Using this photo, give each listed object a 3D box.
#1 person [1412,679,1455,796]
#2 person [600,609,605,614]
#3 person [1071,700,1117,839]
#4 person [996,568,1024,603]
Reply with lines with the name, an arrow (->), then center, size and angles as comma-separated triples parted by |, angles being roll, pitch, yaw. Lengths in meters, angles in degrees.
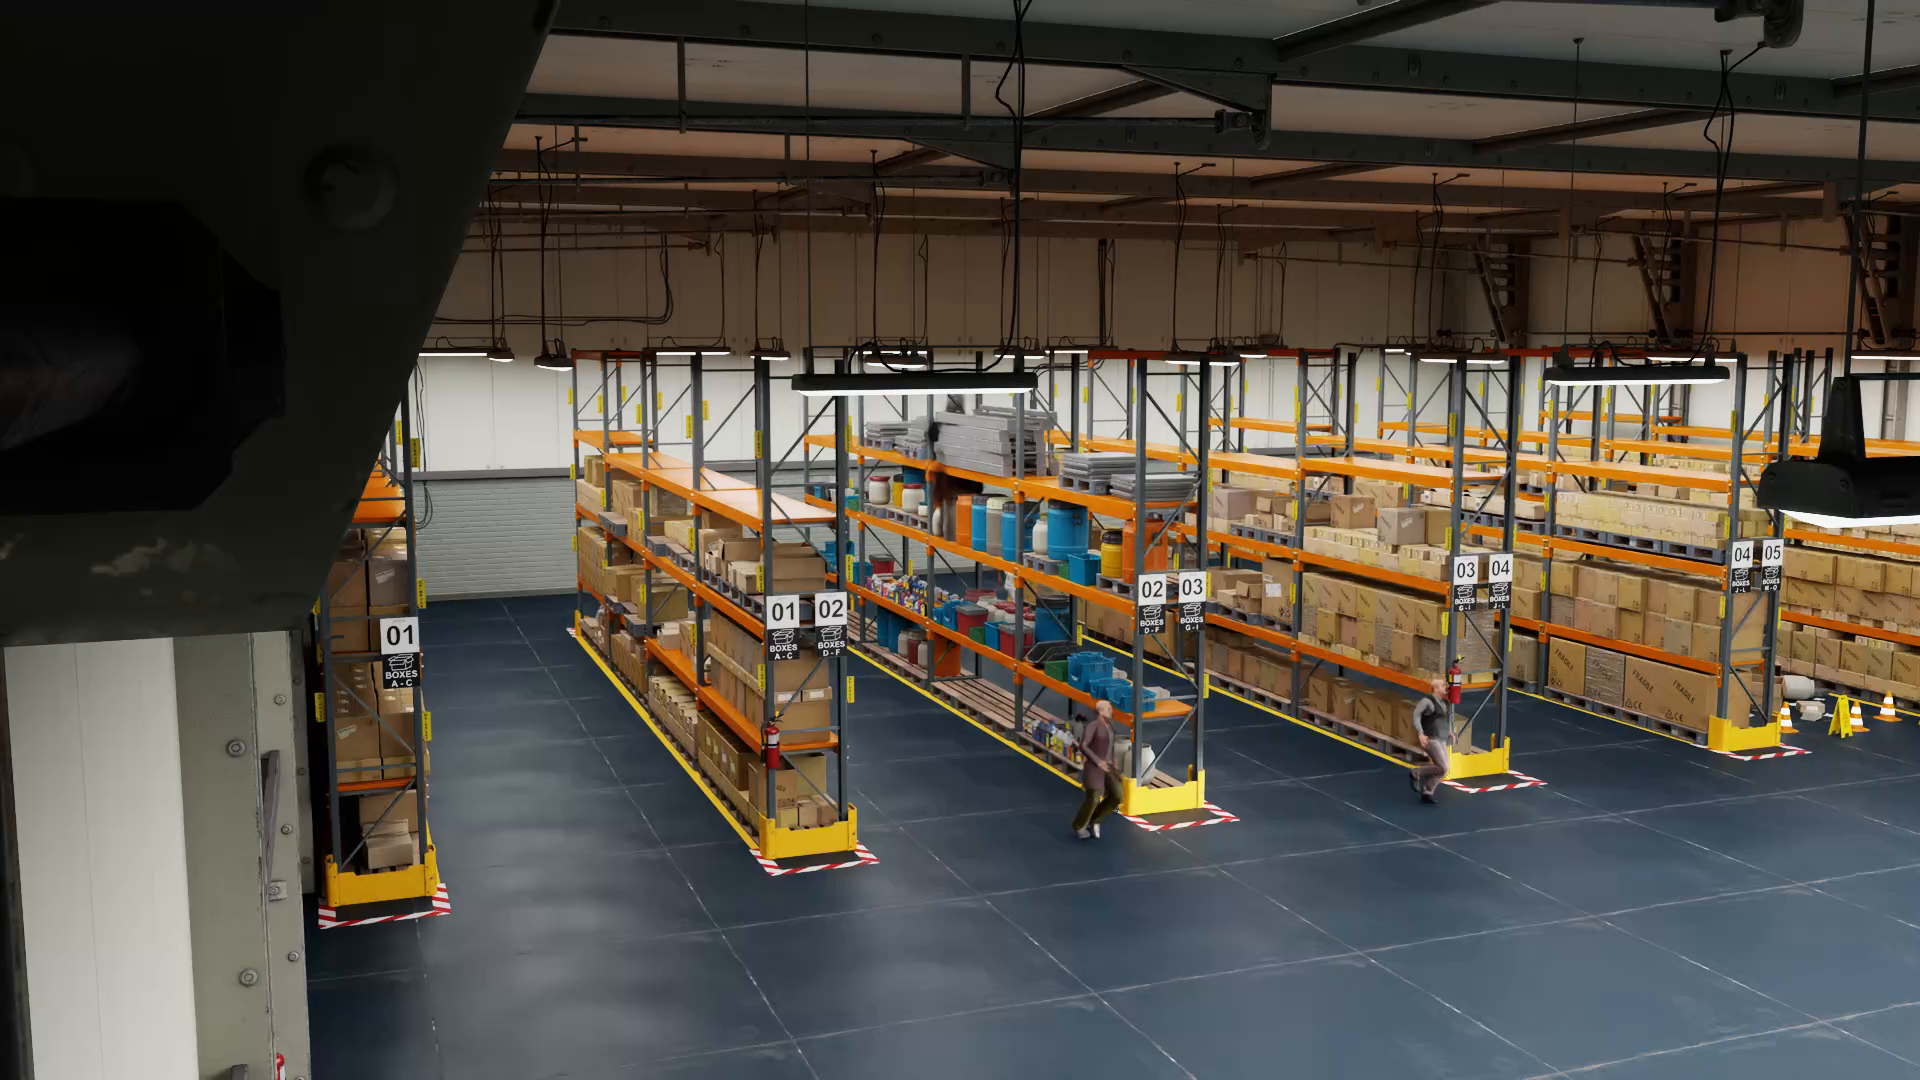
person -> 6.467, 2.695, 22.550 | 0.604, 1.598, 0.488 | -6, 9, -41
person -> -7.716, 1.080, 36.352 | 0.607, 1.510, 0.744 | -1, 7, -5
person -> 1.778, 2.880, 20.959 | 0.601, 1.733, 0.736 | 6, 9, 40
person -> 1.156, 1.082, 35.510 | 0.684, 1.684, 0.920 | -3, 8, -24
